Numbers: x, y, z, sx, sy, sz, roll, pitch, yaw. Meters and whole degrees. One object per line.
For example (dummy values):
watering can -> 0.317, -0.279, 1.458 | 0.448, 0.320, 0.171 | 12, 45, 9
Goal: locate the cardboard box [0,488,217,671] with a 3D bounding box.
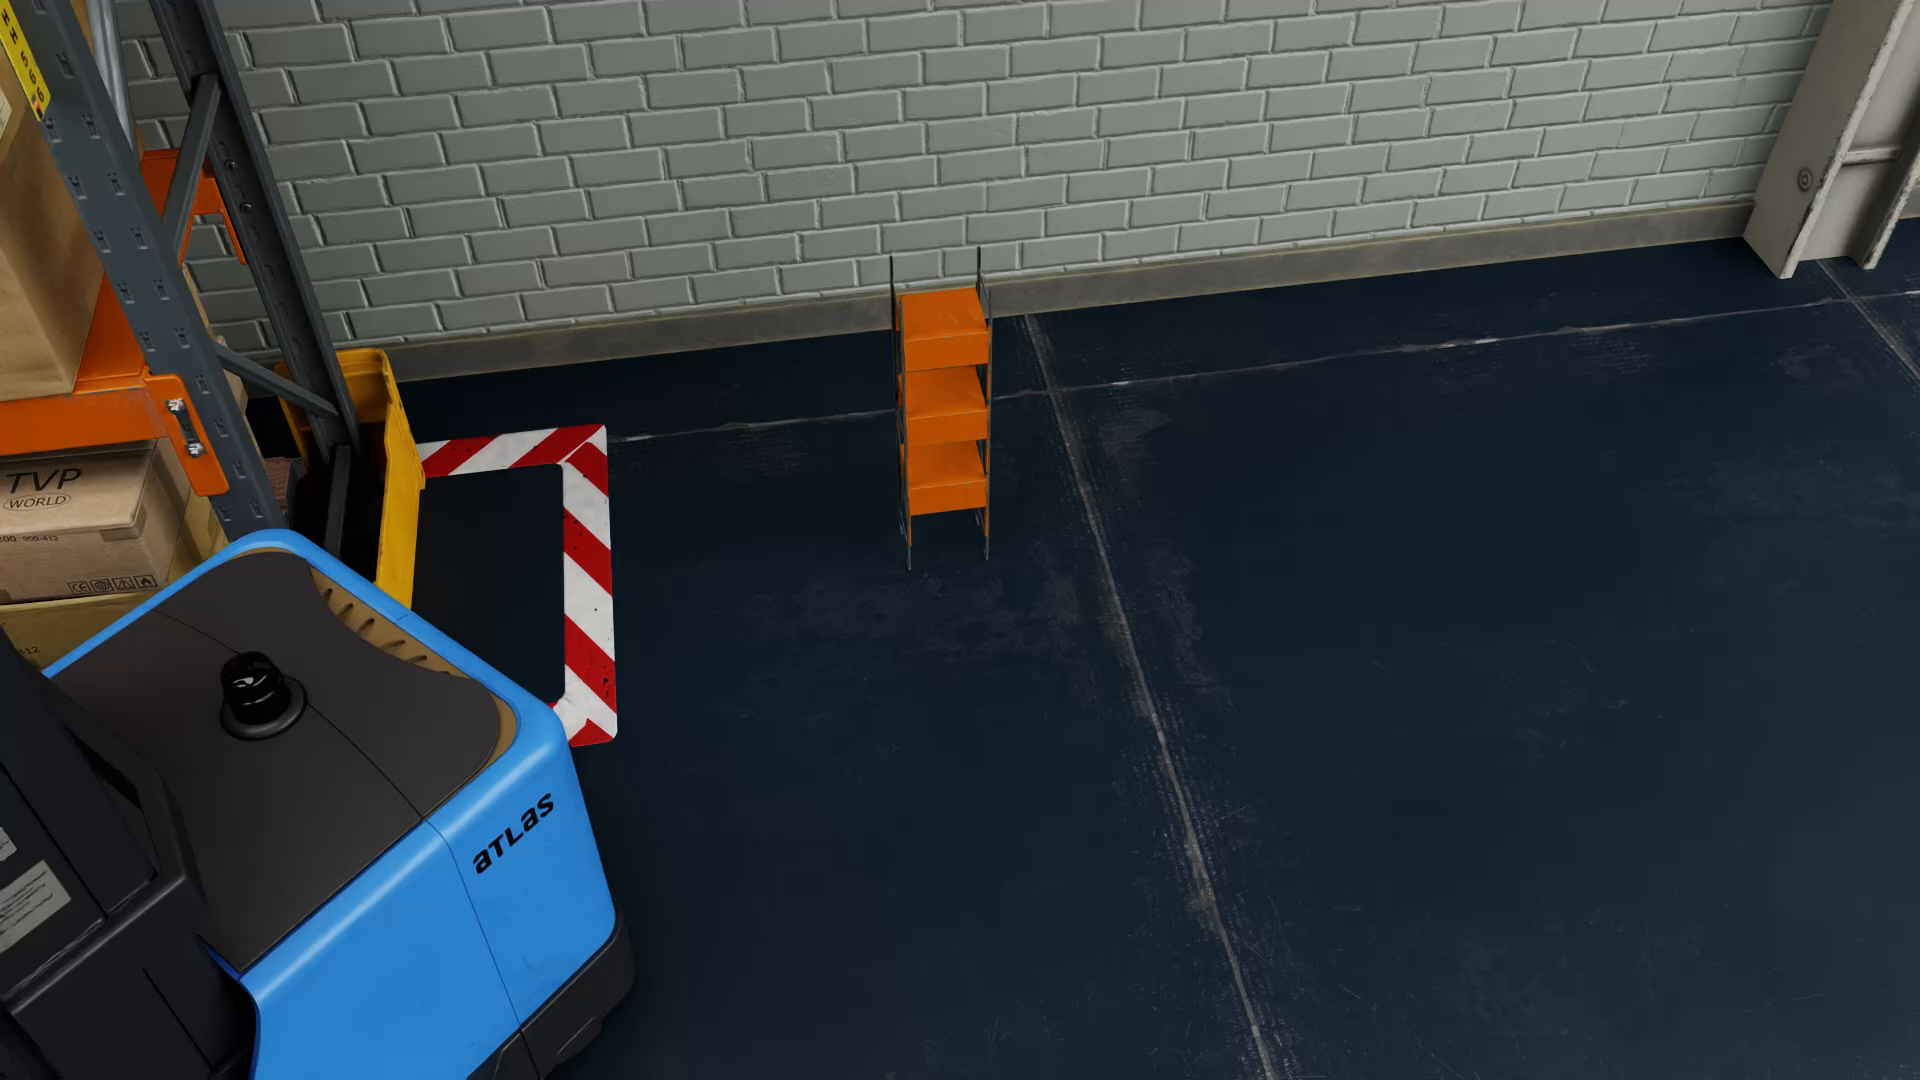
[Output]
cardboard box -> -2.284, 0.061, 4.379 | 0.500, 0.250, 0.500 | -8, 47, -7

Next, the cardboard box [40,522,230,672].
cardboard box -> -2.267, 0.235, 4.558 | 0.500, 0.250, 0.500 | -7, 46, -7

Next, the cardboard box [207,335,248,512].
cardboard box -> -2.356, -0.310, 4.736 | 0.500, 0.250, 0.500 | -6, 46, -6

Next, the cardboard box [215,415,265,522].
cardboard box -> -2.375, -0.125, 4.906 | 0.500, 0.250, 0.500 | -7, 46, -7

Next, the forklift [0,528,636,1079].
forklift -> -2.096, 0.729, 2.512 | 1.130, 2.935, 3.031 | 29, 53, 25

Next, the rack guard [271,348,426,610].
rack guard -> -1.834, 0.009, 4.894 | 0.348, 0.500, 1.175 | -7, 46, -7

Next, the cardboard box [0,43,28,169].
cardboard box -> -2.151, -0.874, 3.489 | 0.250, 0.149, 0.380 | -6, 46, -6

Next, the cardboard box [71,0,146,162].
cardboard box -> -2.393, -1.026, 4.086 | 0.500, 0.500, 0.500 | -6, 46, -5

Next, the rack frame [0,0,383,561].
rack frame -> -1.858, -0.855, 3.991 | 0.127, 3.000, 1.000 | -7, 46, -7

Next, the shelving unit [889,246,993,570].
shelving unit -> -0.053, -0.358, 4.866 | 0.252, 1.050, 0.215 | -7, 46, -7

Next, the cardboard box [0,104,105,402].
cardboard box -> -2.298, -0.643, 3.717 | 0.500, 0.500, 0.500 | -8, 47, -8

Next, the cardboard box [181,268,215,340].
cardboard box -> -2.363, -0.469, 4.542 | 0.500, 0.250, 0.500 | -8, 47, -7

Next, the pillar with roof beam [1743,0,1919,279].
pillar with roof beam -> 3.949, -1.173, 0.131 | 0.400, 9.000, 9.100 | -7, 46, -7

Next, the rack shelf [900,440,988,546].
rack shelf -> -0.053, -0.158, 5.073 | 0.240, 0.259, 0.215 | -7, 46, -7

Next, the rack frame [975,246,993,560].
rack frame -> 0.067, -0.373, 4.880 | 0.008, 1.050, 0.200 | -7, 46, -7

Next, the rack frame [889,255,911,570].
rack frame -> -0.173, -0.343, 4.851 | 0.008, 1.050, 0.200 | -7, 46, -7

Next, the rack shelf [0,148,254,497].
rack shelf -> -3.828, -0.360, 4.013 | 4.000, 0.370, 1.077 | -7, 46, -7

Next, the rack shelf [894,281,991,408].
rack shelf -> -0.053, -0.547, 4.669 | 0.240, 0.259, 0.215 | -7, 46, -7

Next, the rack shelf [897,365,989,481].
rack shelf -> -0.053, -0.350, 4.873 | 0.240, 0.259, 0.215 | -7, 46, -7

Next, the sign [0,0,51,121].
sign -> -1.779, -0.952, 3.116 | 0.005, 0.325, 0.100 | -7, 46, -7

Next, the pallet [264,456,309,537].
pallet -> -2.604, 0.236, 4.876 | 1.213, 0.211, 1.003 | -7, 46, -7

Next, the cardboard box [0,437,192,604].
cardboard box -> -2.258, -0.116, 4.202 | 0.500, 0.250, 0.500 | -6, 46, -5
